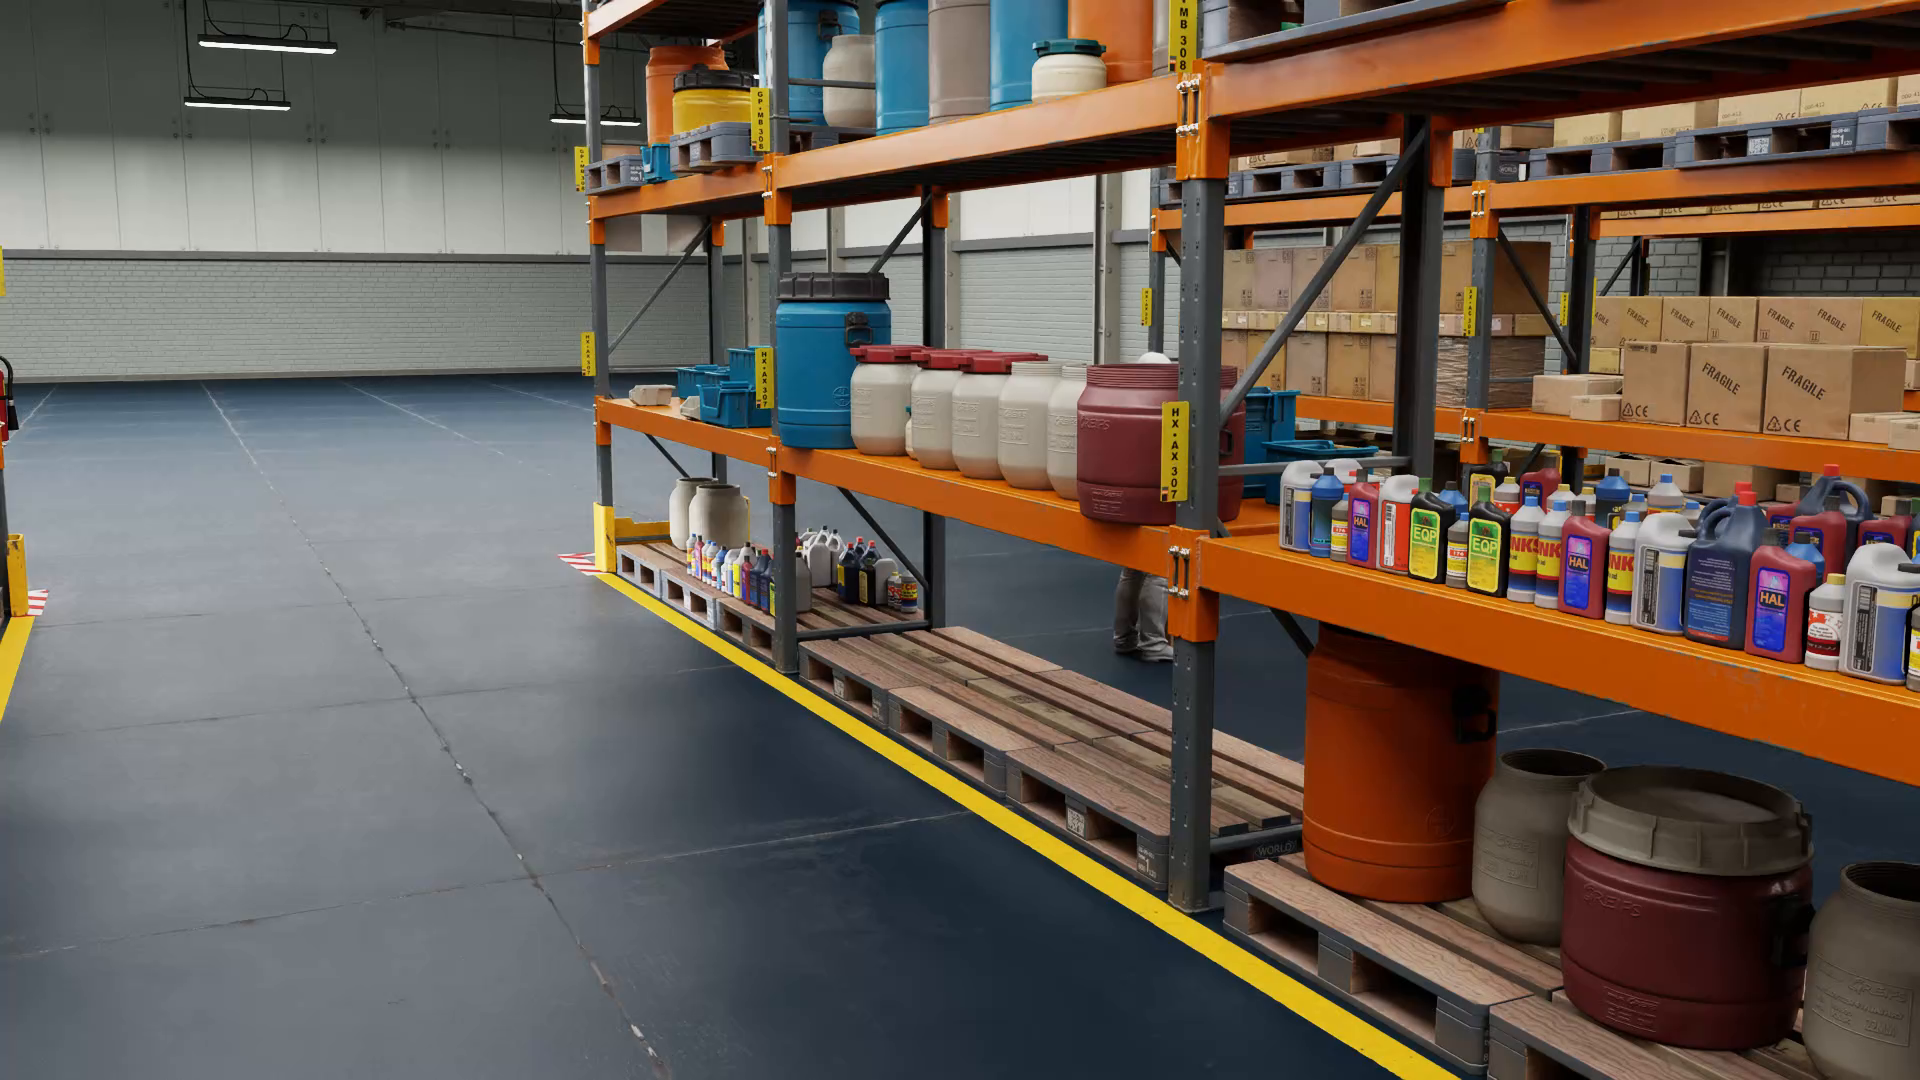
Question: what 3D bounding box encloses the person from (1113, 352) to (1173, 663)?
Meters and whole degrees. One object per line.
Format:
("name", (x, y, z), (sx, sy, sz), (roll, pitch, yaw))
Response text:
("person", (1.078, -0.201, 9.633), (0.454, 1.761, 0.636), (-5, 10, -29))
